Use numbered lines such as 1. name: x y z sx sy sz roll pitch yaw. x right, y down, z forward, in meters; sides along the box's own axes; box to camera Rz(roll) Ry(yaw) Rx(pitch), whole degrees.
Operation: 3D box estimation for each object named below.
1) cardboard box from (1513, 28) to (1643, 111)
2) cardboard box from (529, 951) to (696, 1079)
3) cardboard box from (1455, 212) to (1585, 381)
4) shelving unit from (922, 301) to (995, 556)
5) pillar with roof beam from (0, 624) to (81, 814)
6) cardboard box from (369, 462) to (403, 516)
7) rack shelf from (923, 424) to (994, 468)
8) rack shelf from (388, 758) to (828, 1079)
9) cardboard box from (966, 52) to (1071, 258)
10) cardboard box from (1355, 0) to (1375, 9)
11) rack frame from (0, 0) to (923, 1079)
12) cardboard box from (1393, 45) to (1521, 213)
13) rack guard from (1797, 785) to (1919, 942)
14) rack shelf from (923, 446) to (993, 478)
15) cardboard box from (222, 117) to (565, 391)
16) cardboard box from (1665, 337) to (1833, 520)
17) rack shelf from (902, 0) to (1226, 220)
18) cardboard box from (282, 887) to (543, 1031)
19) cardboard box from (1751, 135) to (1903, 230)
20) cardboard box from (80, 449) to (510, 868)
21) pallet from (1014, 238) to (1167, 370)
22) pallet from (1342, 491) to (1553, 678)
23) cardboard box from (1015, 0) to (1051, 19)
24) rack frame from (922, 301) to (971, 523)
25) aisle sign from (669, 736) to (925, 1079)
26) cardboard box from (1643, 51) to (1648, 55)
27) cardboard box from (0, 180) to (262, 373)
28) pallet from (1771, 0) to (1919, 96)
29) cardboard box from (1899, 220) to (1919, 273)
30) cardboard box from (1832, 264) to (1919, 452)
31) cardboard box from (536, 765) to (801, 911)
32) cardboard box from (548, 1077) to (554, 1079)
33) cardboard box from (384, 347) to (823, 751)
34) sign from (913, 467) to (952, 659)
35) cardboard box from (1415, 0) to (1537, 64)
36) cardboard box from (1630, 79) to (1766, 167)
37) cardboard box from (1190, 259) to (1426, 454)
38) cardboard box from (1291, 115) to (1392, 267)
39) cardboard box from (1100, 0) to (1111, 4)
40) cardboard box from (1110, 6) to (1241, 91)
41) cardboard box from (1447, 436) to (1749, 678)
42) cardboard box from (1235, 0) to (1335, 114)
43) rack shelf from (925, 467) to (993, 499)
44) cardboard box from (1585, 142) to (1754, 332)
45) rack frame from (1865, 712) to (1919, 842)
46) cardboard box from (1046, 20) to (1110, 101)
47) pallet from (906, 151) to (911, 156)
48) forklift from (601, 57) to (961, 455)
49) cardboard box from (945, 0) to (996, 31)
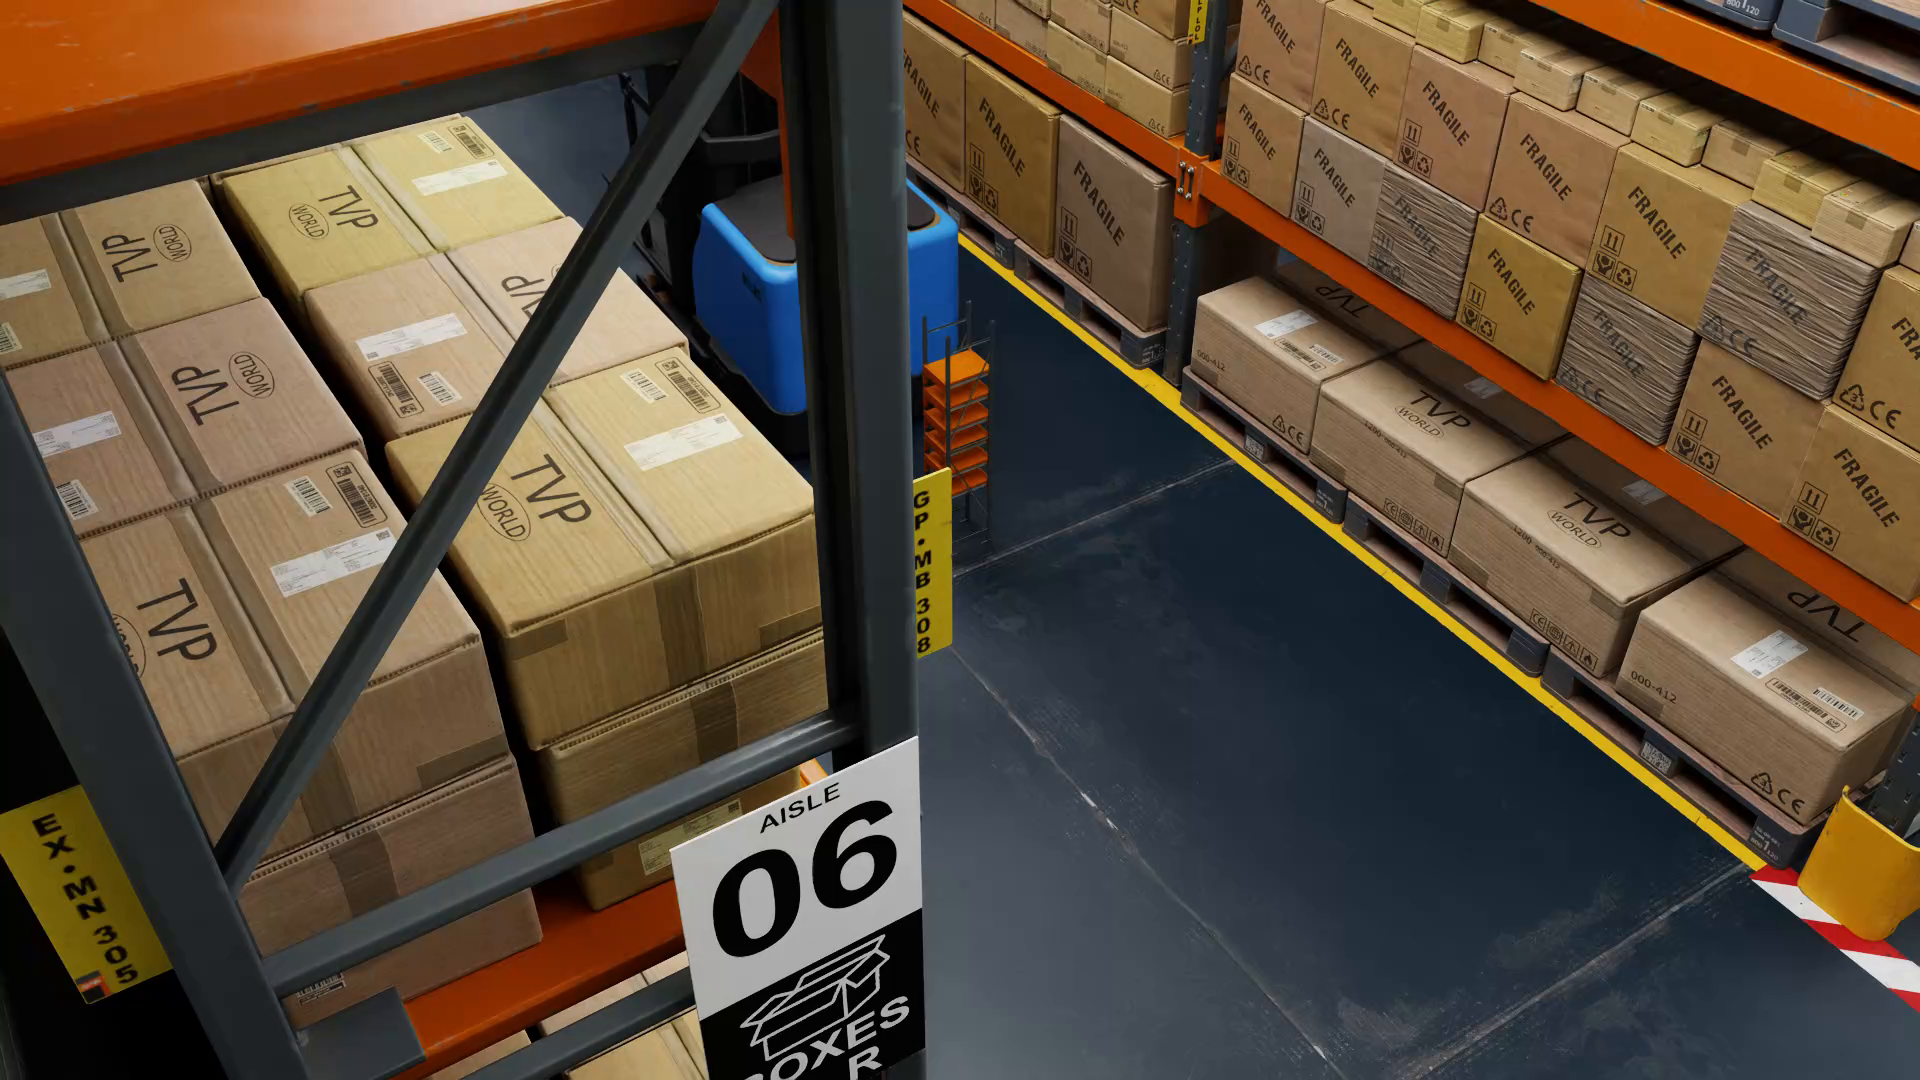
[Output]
1. cardboard box: 2.274 -1.734 6.122 0.380 0.149 0.250 -22 45 -24
2. cardboard box: -0.800 1.053 4.028 0.500 0.250 0.500 -22 44 -24
3. cardboard box: 2.358 -1.024 6.557 0.500 0.500 0.500 -21 44 -23
4. shelving unit: -0.008 -0.469 7.375 0.258 1.200 0.189 -22 45 -24
5. pillar with roof beam: 0.581 -3.540 4.969 9.100 9.000 0.400 -22 45 -24
6. cardboard box: -0.811 -0.091 3.057 0.500 0.250 0.500 -21 44 -24
7. rack shelf: -0.008 -0.435 7.404 0.258 0.103 0.180 -22 45 -24
8. rack shelf: -1.587 -0.236 3.909 1.077 0.370 4.000 -22 45 -24
9. cardboard box: 0.627 -2.288 9.484 0.875 0.875 0.875 -21 44 -23
10. cardboard box: 1.795 -2.306 6.809 0.380 0.149 0.250 -23 45 -25
11. rack frame: -0.512 -0.586 1.423 1.000 3.000 0.127 -22 45 -24
12. cardboard box: 2.104 -1.677 6.561 0.500 0.500 0.500 -21 44 -24
13. rack guard: 3.684 0.982 6.181 1.175 0.500 0.348 -22 45 -24
14. rack shelf: -0.008 -0.342 7.481 0.258 0.103 0.180 -22 45 -24
15. cardboard box: -1.078 -0.555 3.224 0.500 0.250 0.500 -23 45 -25
16. cardboard box: 2.931 -0.475 5.899 0.500 0.500 0.500 -23 45 -25
17. rack shelf: 0.445 -2.954 9.513 1.077 0.370 4.000 -22 45 -24
18. cardboard box: -0.879 0.570 2.576 0.380 0.149 0.250 -21 44 -23
19. cardboard box: 2.842 -1.177 5.454 0.380 0.149 0.250 -21 44 -23
20. cardboard box: -0.986 0.174 2.349 0.500 0.250 0.500 -23 45 -26
21. pallet: 1.042 -1.470 9.349 1.003 0.211 1.213 -22 45 -24
22. pallet: 2.523 0.017 7.564 1.003 0.211 1.213 -22 45 -24
23. cardboard box: 0.519 -2.984 8.714 0.500 0.250 0.500 -21 44 -23
24. rack frame: -0.057 -0.518 7.435 0.240 1.200 0.006 -22 45 -24
25. aisle sign: -0.228 0.656 2.589 0.394 0.787 0.004 -22 45 -24
26. cardboard box: 2.733 -1.926 6.353 0.380 0.149 0.250 -22 45 -24
27. cardboard box: -1.552 -0.381 3.016 0.500 0.250 0.500 -22 44 -24
28. pallet: 3.263 -1.507 4.941 1.003 0.211 1.213 -22 45 -24
29. cardboard box: 3.152 -0.917 5.141 0.380 0.149 0.250 -21 44 -24
30. cardboard box: 3.211 -0.592 5.259 0.500 0.500 0.500 -21 44 -23
31. cardboard box: -0.487 0.411 2.767 0.380 0.149 0.250 -21 44 -24
32. cardboard box: -0.804 1.292 4.052 0.380 0.149 0.250 -23 45 -25
33. cardboard box: -0.539 -0.008 2.568 0.500 0.250 0.500 -23 45 -25
34. sign: -0.055 0.044 2.328 0.100 0.325 0.005 -22 45 -24
35. cardboard box: 1.996 -1.998 6.438 0.380 0.149 0.250 -23 45 -26
36. cardboard box: 2.577 -1.458 5.791 0.380 0.149 0.250 -21 44 -23
37. cardboard box: 1.767 -0.952 8.222 0.875 0.438 0.875 -23 45 -25
38. cardboard box: 1.819 -1.573 7.216 0.500 0.500 0.500 -22 45 -24
39. cardboard box: 0.784 -3.004 8.153 0.500 0.500 0.500 -21 44 -24
40. cardboard box: 1.078 -2.439 8.061 0.500 0.250 0.500 -22 45 -24
41. cardboard box: 2.733 0.019 7.058 0.875 0.438 0.875 -21 44 -23
42. cardboard box: 1.572 -2.233 7.227 0.500 0.500 0.500 -22 45 -24
43. rack shelf: -0.008 -0.250 7.557 0.258 0.103 0.180 -22 45 -24
44. cardboard box: 2.642 -1.132 5.907 0.500 0.500 0.500 -22 45 -25
45. rack frame: 3.671 0.008 5.397 1.000 3.000 0.127 -22 45 -24
46. cardboard box: 0.794 -2.524 8.552 0.500 0.250 0.500 -23 45 -25
47. pallet: -0.270 -2.787 10.929 1.003 0.211 1.213 -22 45 -24
48. forklift: -1.150 -2.472 8.428 1.130 2.935 3.031 -20 44 -22
49. cardboard box: 0.257 -3.080 9.220 0.500 0.250 0.500 -22 45 -24
